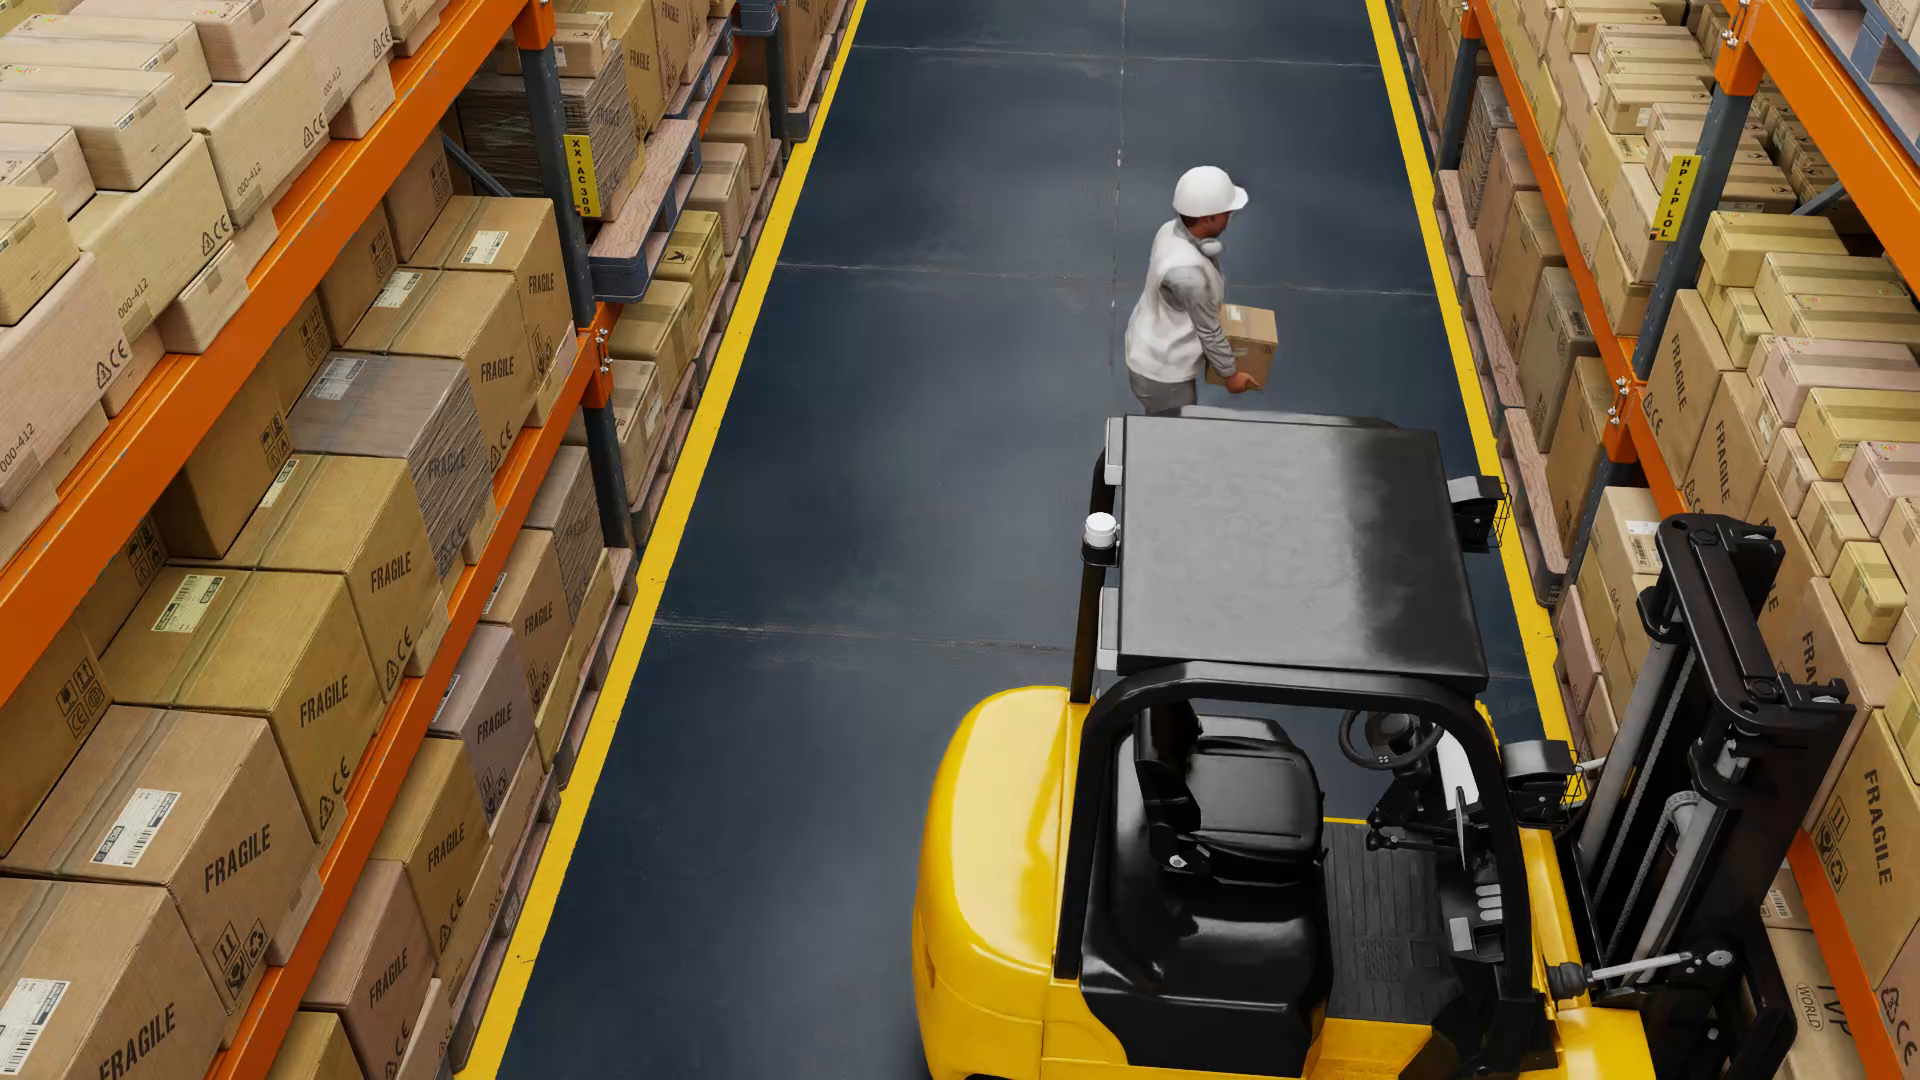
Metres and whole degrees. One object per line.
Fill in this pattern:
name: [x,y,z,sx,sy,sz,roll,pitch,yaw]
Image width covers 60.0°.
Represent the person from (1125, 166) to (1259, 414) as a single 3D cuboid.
person: [0.982,-0.778,7.078,0.567,1.768,0.491,3,40,3]
